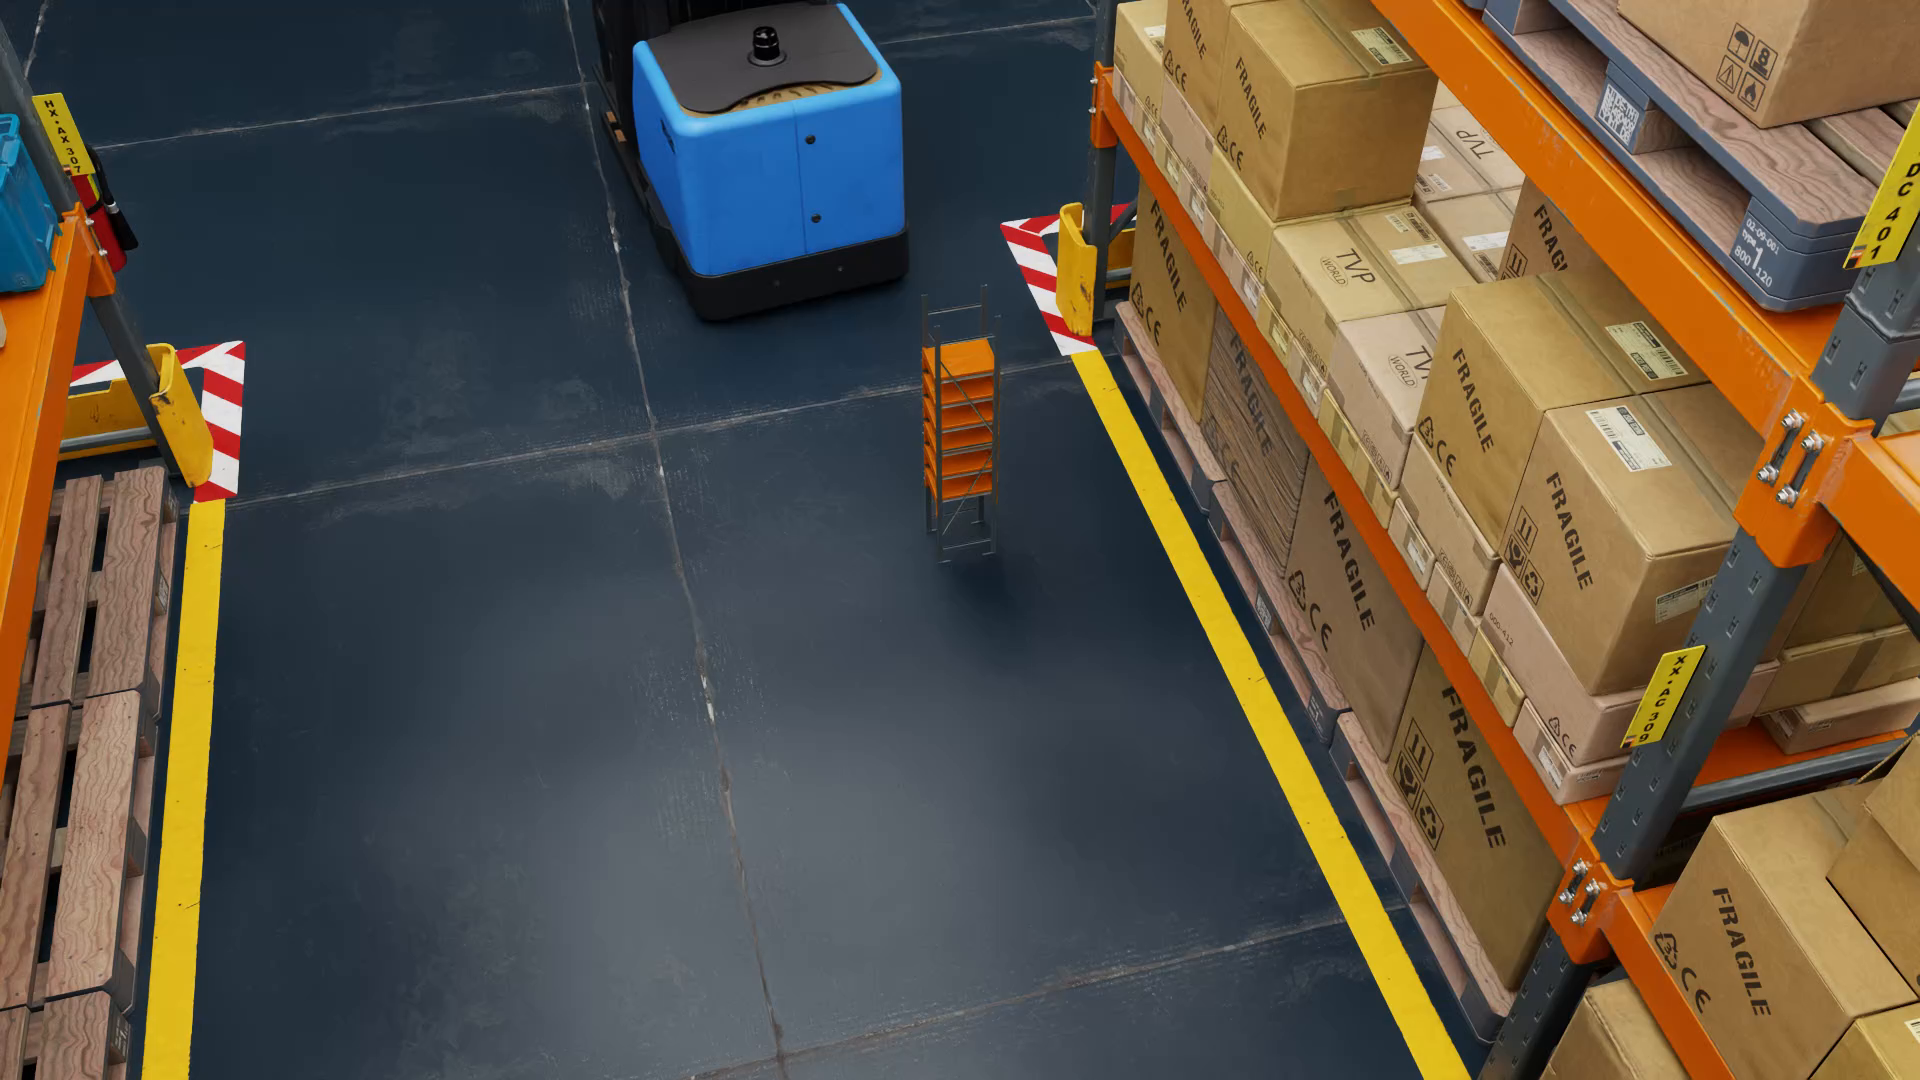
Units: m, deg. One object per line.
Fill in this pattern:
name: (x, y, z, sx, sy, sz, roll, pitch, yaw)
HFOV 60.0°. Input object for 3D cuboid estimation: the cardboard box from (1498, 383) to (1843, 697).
cardboard box: (1.699, -0.007, 4.028, 0.500, 0.500, 0.500, -9, 46, -9)

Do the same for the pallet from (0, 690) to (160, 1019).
pallet: (-3.254, 1.113, 5.511, 1.003, 0.211, 1.213, -11, 47, -10)

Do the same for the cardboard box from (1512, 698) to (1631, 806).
cardboard box: (1.680, 0.513, 4.323, 0.380, 0.149, 0.250, -10, 47, -10)

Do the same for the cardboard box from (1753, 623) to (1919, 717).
cardboard box: (2.208, 0.152, 4.397, 0.500, 0.250, 0.500, -11, 47, -11)

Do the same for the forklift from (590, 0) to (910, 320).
forklift: (-1.255, -3.106, 7.742, 1.130, 2.935, 3.031, -16, 48, -15)

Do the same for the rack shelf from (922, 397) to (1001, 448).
rack shelf: (0.004, -0.463, 6.258, 0.258, 0.103, 0.180, -11, 47, -10)

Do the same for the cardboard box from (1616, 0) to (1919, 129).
cardboard box: (1.817, -1.220, 3.311, 0.700, 0.500, 0.500, -13, 47, -13)

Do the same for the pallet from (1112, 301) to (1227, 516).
pallet: (1.331, -0.672, 7.261, 1.003, 0.211, 1.213, -11, 47, -10)

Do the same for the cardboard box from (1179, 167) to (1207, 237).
cardboard box: (1.024, -1.259, 6.059, 0.380, 0.149, 0.250, -11, 47, -11)

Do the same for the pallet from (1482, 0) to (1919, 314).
pallet: (1.876, -1.010, 3.601, 1.003, 0.211, 1.213, -11, 47, -10)

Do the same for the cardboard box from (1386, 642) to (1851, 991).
cardboard box: (1.983, 0.702, 5.155, 0.875, 0.875, 0.875, -11, 47, -10)

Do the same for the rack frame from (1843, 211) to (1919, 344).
rack frame: (2.075, -1.524, 1.943, 1.000, 3.000, 0.127, -11, 47, -10)

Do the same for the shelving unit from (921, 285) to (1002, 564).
shelving unit: (0.004, -0.410, 6.312, 0.258, 1.200, 0.189, -11, 47, -10)

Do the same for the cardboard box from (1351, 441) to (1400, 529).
cardboard box: (1.416, -0.197, 5.019, 0.380, 0.149, 0.250, -10, 46, -10)

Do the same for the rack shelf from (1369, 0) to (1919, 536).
rack shelf: (1.563, -1.603, 4.624, 1.077, 0.370, 4.000, -11, 47, -10)

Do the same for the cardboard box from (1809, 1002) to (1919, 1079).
cardboard box: (2.081, 1.251, 3.354, 0.500, 0.500, 0.500, -11, 47, -10)

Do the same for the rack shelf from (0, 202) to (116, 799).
rack shelf: (-3.225, 0.353, 4.808, 1.077, 0.370, 4.000, -11, 47, -10)

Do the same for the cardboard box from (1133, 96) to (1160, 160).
cardboard box: (0.890, -1.615, 6.409, 0.380, 0.149, 0.250, -11, 47, -11)

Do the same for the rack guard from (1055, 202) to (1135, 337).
rack guard: (1.045, -1.327, 7.701, 1.175, 0.500, 0.348, -11, 47, -10)

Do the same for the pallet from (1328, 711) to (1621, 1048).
pallet: (1.956, 1.013, 5.610, 1.003, 0.211, 1.213, -11, 47, -10)

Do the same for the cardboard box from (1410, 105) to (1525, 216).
cardboard box: (1.692, -1.250, 5.771, 0.500, 0.250, 0.500, -12, 47, -12)

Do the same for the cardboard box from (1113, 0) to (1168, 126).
cardboard box: (0.913, -1.857, 6.366, 0.500, 0.250, 0.500, -12, 47, -11)

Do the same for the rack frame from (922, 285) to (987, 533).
rack frame: (-0.020, -0.473, 6.374, 0.240, 1.200, 0.006, -11, 47, -10)

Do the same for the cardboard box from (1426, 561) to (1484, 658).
cardboard box: (1.549, 0.158, 4.671, 0.380, 0.149, 0.250, -11, 47, -11)

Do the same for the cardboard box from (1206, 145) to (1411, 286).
cardboard box: (1.178, -1.151, 5.675, 0.500, 0.250, 0.500, -12, 47, -12)

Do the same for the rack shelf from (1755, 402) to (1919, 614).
rack shelf: (2.587, 1.159, 1.918, 1.077, 0.370, 4.000, -11, 47, -10)

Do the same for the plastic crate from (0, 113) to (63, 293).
plastic crate: (-3.471, -1.116, 5.677, 0.616, 0.435, 0.499, -11, 47, -10)

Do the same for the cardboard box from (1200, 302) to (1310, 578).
cardboard box: (1.525, -0.533, 6.366, 0.875, 0.875, 0.875, -11, 47, -10)

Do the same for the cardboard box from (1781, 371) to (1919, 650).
cardboard box: (2.200, -0.116, 4.135, 0.500, 0.500, 0.500, -11, 47, -10)

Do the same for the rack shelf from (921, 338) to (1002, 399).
rack shelf: (0.004, -0.631, 6.086, 0.258, 0.103, 0.180, -11, 47, -10)

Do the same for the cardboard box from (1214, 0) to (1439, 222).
cardboard box: (1.179, -1.417, 5.410, 0.500, 0.500, 0.500, -12, 47, -11)

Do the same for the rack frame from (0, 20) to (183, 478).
rack frame: (-3.737, -1.280, 5.904, 1.000, 3.000, 0.127, -11, 47, -10)

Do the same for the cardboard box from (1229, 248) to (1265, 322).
cardboard box: (1.154, -0.905, 5.713, 0.380, 0.149, 0.250, -11, 47, -11)

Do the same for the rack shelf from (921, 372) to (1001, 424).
rack shelf: (0.004, -0.547, 6.172, 0.258, 0.103, 0.180, -11, 47, -10)

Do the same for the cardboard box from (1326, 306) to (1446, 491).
cardboard box: (1.443, -0.442, 4.979, 0.500, 0.250, 0.500, -10, 46, -10)

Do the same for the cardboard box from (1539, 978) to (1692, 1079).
cardboard box: (2.258, 1.611, 4.265, 1.225, 0.875, 0.875, -11, 47, -10)

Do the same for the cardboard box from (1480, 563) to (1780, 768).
cardboard box: (1.708, 0.267, 4.284, 0.500, 0.250, 0.500, -12, 47, -11)

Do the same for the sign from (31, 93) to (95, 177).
sign: (-3.209, -1.449, 5.956, 0.100, 0.325, 0.005, -11, 47, -10)

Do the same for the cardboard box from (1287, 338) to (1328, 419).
cardboard box: (1.287, -0.550, 5.365, 0.380, 0.149, 0.250, -10, 46, -10)
